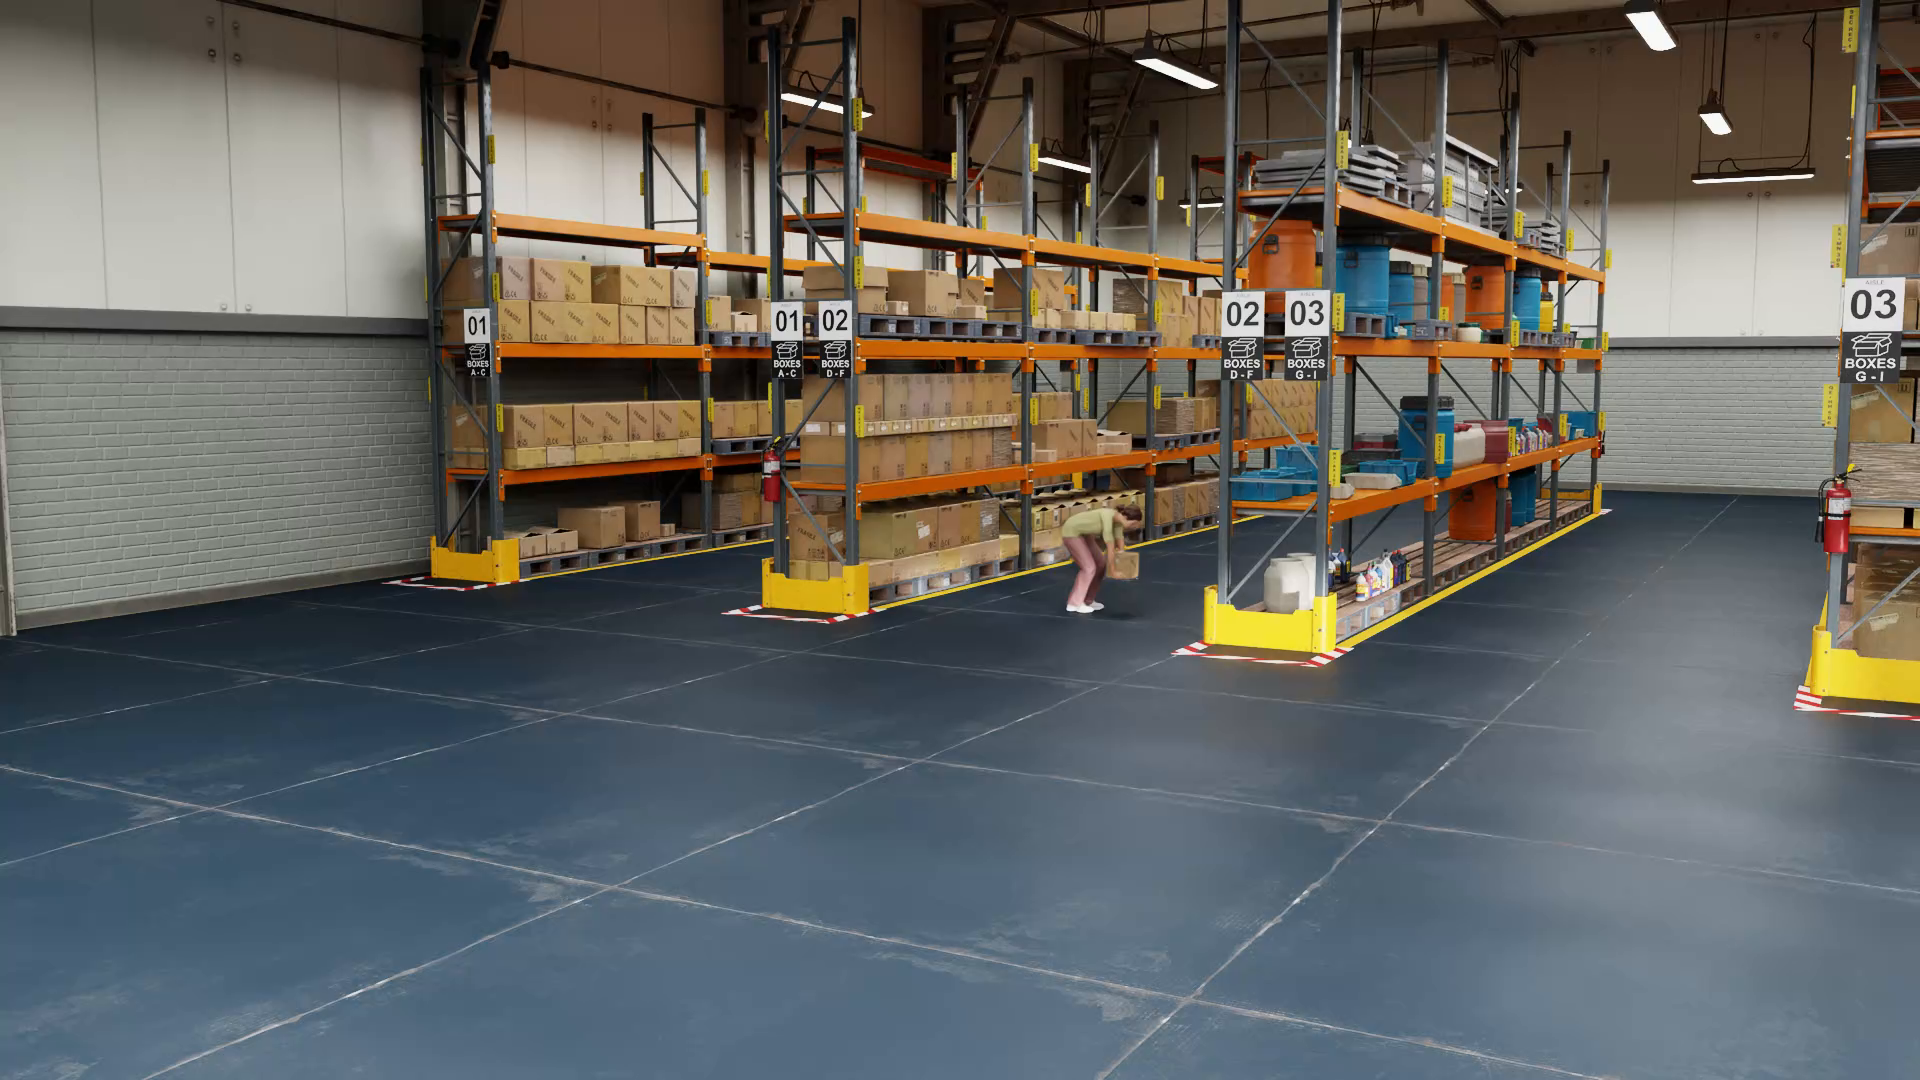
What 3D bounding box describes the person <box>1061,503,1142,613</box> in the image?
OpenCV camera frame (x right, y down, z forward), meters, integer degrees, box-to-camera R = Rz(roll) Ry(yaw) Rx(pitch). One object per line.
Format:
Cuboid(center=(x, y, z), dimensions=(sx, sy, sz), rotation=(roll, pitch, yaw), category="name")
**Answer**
Cuboid(center=(1.469, 0.184, 17.191), dimensions=(0.854, 1.131, 0.447), rotation=(3, 7, 26), category="person")
